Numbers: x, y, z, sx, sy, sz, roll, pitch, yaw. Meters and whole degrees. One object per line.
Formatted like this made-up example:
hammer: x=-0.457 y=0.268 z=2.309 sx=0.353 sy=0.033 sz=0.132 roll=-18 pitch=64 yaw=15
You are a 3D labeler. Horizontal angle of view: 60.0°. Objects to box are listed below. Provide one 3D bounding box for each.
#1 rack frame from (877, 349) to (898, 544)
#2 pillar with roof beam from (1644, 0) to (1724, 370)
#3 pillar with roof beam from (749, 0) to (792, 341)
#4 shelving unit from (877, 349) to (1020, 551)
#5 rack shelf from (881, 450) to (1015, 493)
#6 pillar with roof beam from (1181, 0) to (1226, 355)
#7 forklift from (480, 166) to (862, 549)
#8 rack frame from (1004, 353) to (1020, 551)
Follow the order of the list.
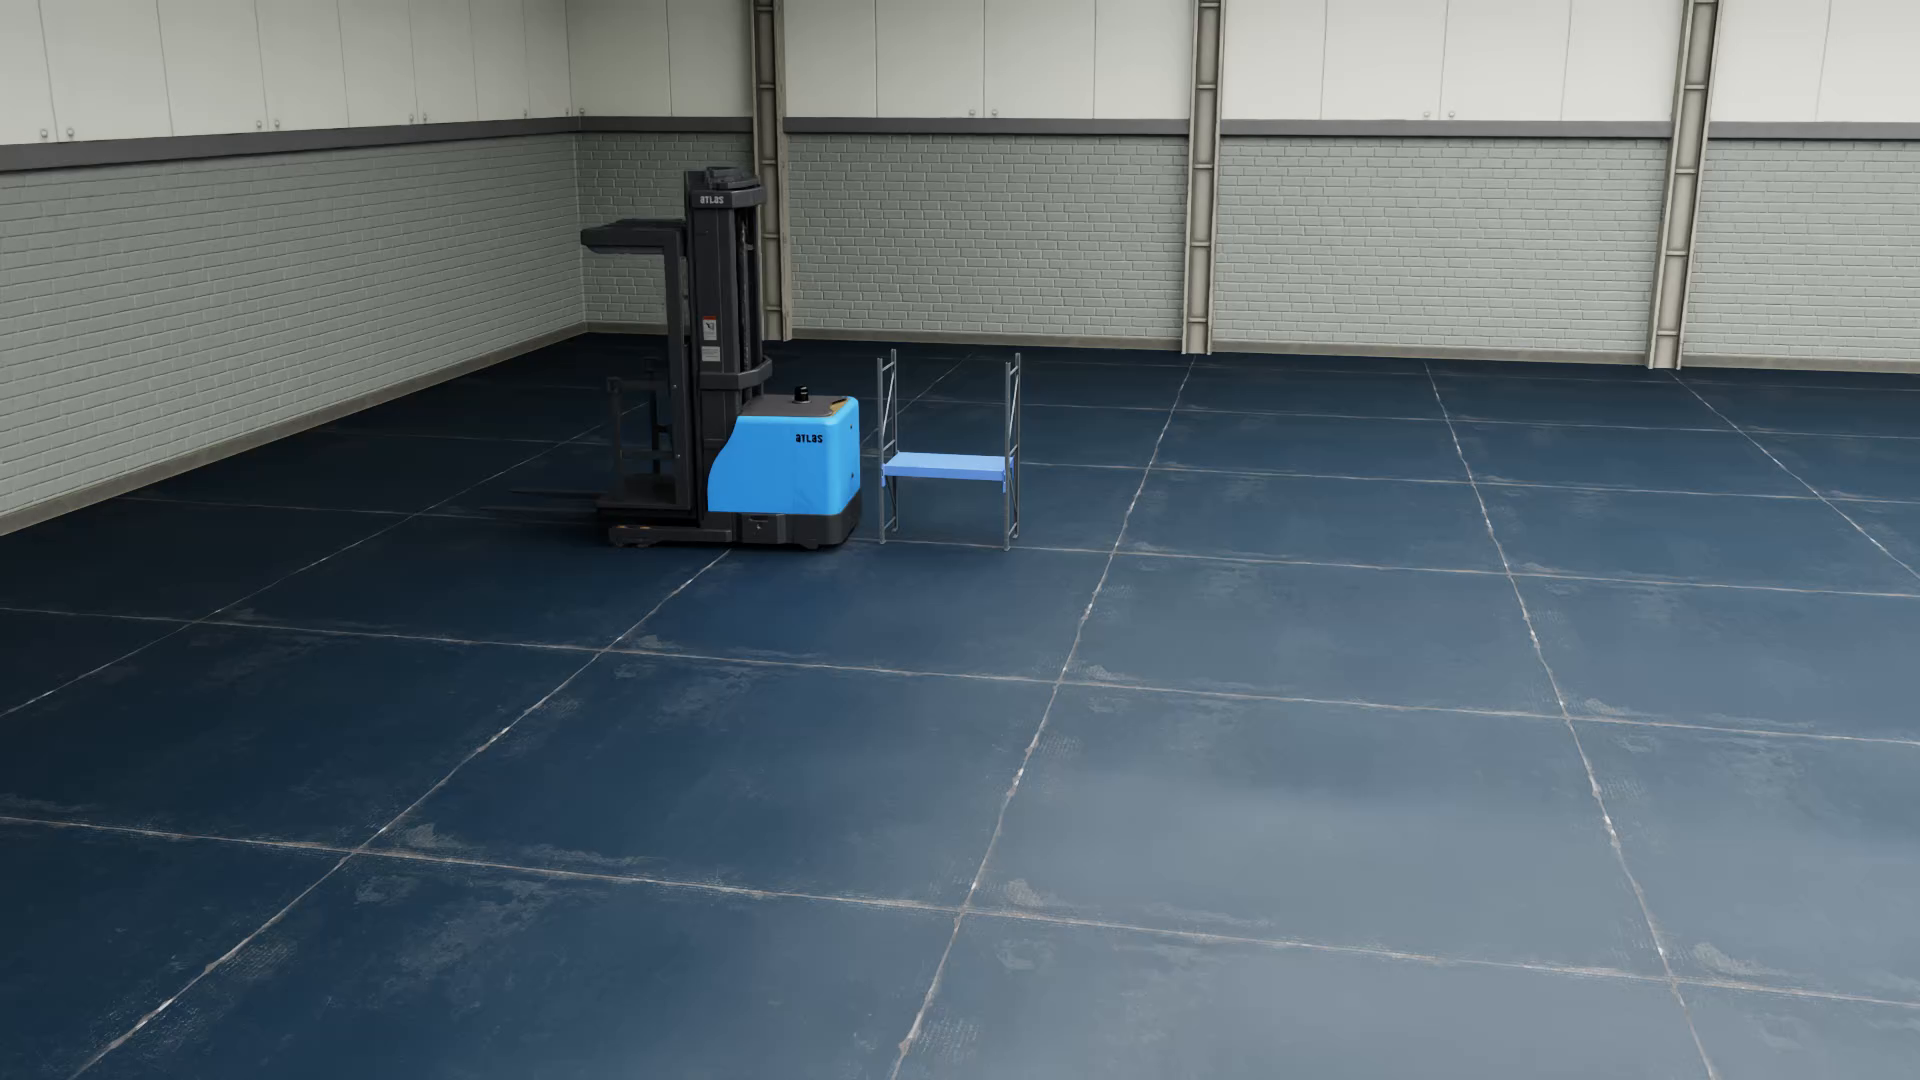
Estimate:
rack frame: x=-0.582 y=-0.754 z=13.406 sx=0.032 sy=1.500 sz=0.500 roll=3 pitch=16 yaw=11
pillar with roof beam: x=8.262 y=-5.457 z=16.334 sx=0.400 sy=9.000 sz=9.100 roll=3 pitch=16 yaw=11
pillar with roof beam: x=-3.498 y=-6.095 z=18.638 sx=0.400 sy=9.000 sz=9.100 roll=3 pitch=16 yaw=11
shelving unit: x=-0.084 y=-0.727 z=13.308 sx=1.048 sy=1.500 sz=0.538 roll=3 pitch=16 yaw=11
rack shelf: x=-0.084 y=-0.554 z=13.356 sx=1.000 sy=0.185 sz=0.538 roll=3 pitch=16 yaw=11
pillar with roof beam: x=2.382 y=-5.776 z=17.486 sx=0.400 sy=9.000 sz=9.100 roll=3 pitch=16 yaw=11
forklift: x=-2.379 y=-1.491 z=13.384 sx=3.031 sy=2.935 sz=1.130 roll=2 pitch=16 yaw=7
rack frame: x=0.415 y=-0.700 z=13.211 sx=0.032 sy=1.500 sz=0.500 roll=3 pitch=16 yaw=11
